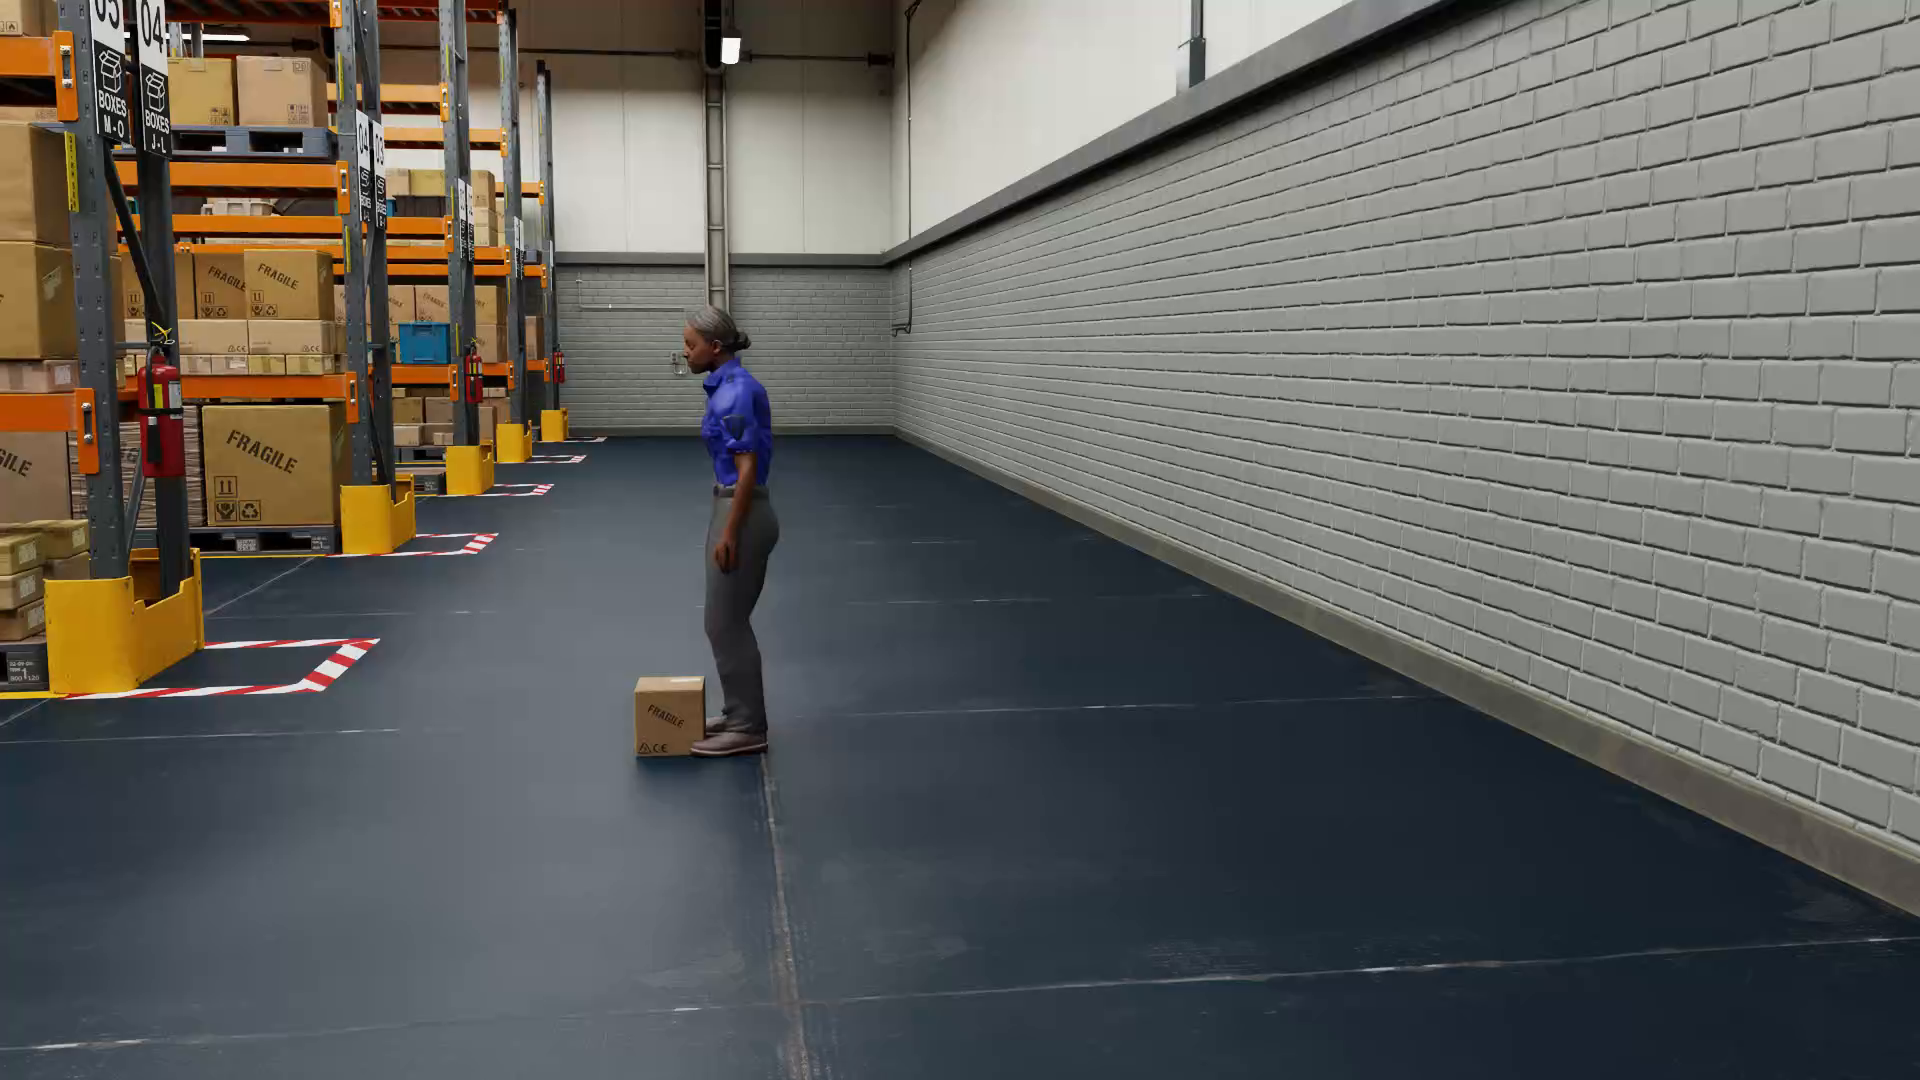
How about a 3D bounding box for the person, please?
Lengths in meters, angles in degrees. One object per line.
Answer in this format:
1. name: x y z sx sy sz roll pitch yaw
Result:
1. person: -0.857 -0.042 6.224 0.348 1.654 0.509 -1 7 -11
